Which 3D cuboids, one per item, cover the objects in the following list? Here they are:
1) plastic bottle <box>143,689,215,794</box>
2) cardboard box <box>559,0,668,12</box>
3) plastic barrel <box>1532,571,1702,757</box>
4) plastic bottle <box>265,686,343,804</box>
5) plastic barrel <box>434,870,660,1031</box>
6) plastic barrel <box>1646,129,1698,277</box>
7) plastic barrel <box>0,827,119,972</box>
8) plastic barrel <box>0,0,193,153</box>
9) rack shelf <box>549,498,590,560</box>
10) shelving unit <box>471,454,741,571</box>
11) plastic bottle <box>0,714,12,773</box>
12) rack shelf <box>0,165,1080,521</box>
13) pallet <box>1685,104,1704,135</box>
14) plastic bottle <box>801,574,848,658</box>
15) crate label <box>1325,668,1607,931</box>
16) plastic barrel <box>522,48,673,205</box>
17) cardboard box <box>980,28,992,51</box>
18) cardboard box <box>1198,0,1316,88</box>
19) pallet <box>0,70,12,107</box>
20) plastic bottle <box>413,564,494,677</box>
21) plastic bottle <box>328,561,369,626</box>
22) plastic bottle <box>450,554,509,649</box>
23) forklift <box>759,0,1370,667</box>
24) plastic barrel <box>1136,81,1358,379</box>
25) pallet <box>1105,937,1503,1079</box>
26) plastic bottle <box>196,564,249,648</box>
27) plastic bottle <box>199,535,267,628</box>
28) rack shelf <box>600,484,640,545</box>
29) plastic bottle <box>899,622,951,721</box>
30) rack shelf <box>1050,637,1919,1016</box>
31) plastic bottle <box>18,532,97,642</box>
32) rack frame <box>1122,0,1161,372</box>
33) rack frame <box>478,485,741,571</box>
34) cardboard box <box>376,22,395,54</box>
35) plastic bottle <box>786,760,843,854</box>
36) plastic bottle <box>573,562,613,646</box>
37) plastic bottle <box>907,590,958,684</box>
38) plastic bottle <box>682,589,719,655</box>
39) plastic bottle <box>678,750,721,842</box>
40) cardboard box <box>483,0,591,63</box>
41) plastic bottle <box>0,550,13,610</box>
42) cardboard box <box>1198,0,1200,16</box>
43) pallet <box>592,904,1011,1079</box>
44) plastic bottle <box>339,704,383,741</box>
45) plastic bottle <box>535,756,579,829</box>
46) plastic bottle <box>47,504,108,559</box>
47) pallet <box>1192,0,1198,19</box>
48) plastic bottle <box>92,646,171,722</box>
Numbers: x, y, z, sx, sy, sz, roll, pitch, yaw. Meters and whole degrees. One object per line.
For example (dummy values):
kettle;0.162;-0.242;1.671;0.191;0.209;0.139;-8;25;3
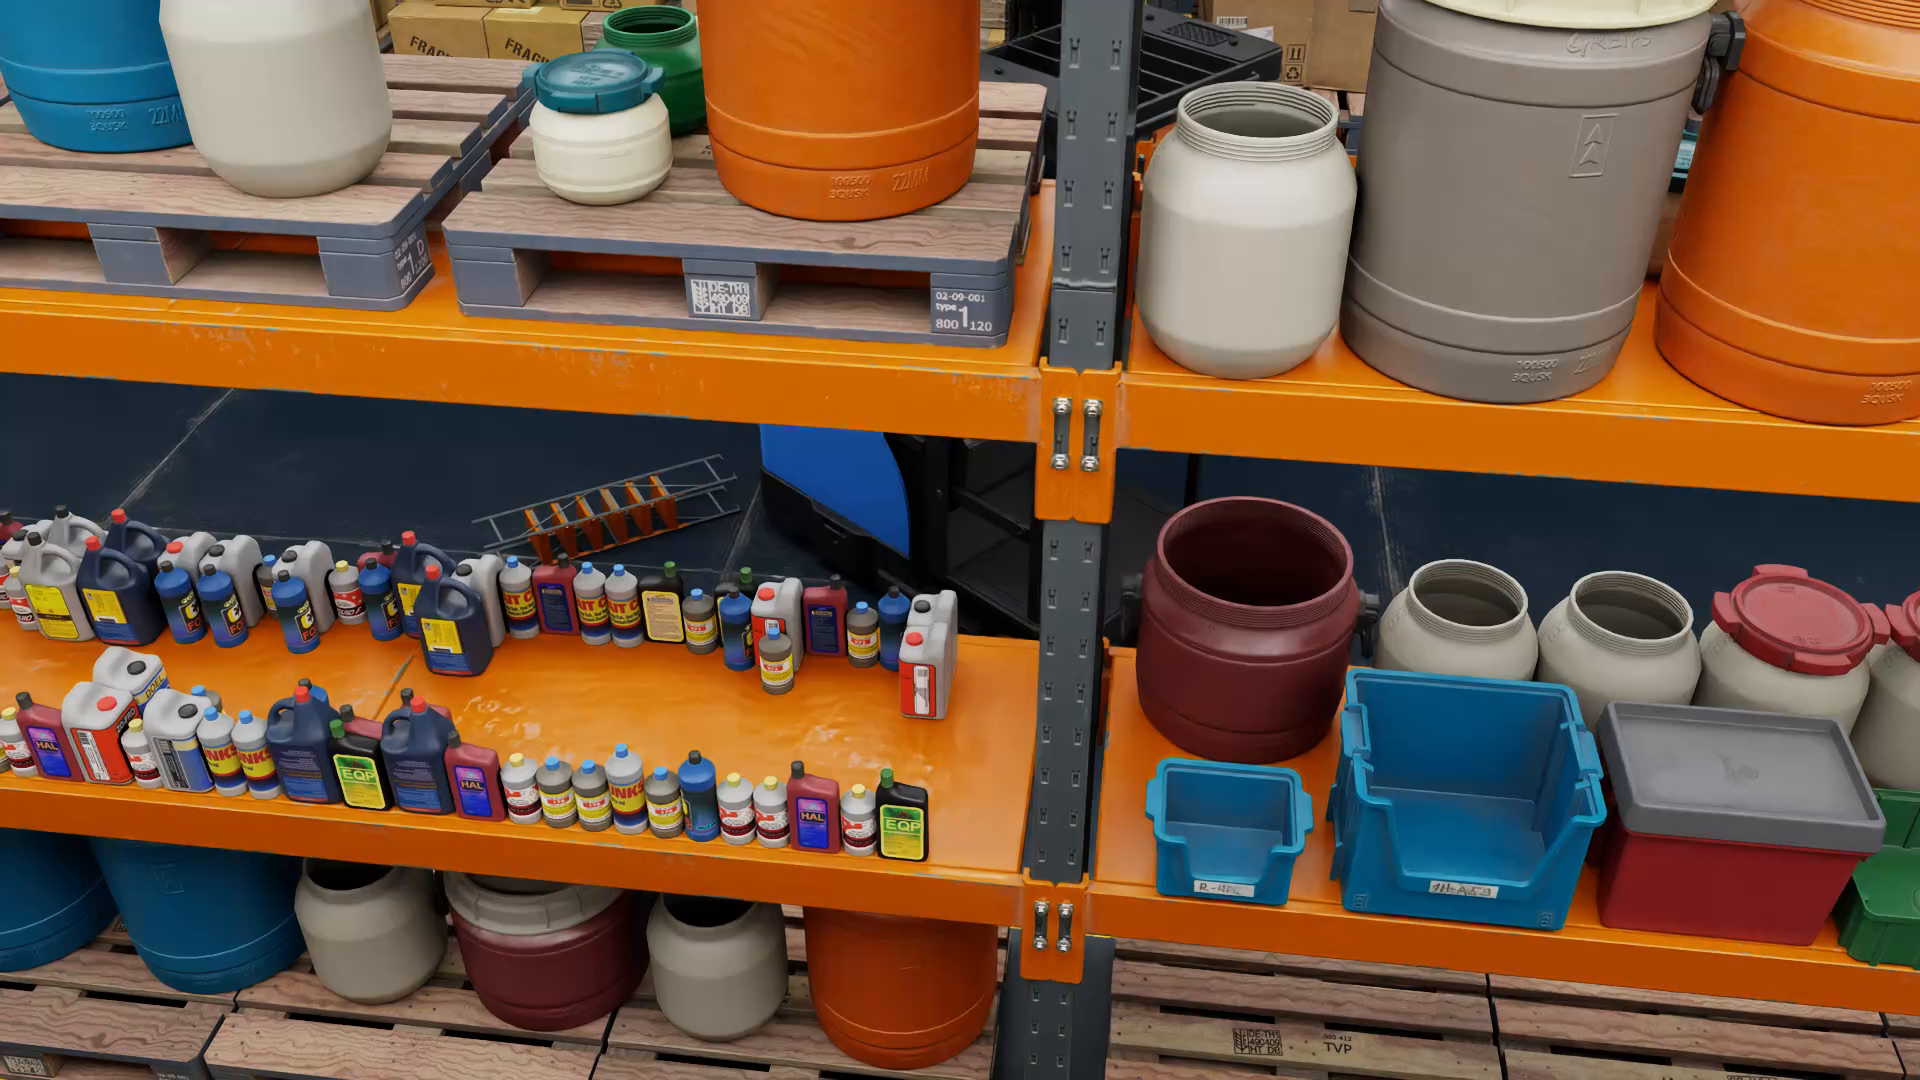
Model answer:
plastic bottle;-2.101;0.537;4.523;0.135;0.276;0.152;4;36;6
cardboard box;-1.716;-3.056;8.501;0.637;0.503;0.797;5;36;6
plastic barrel;1.772;0.381;4.537;0.421;0.512;0.421;0;36;0
plastic bottle;-1.750;0.535;4.461;0.185;0.351;0.144;4;36;6
plastic barrel;-1.301;1.143;5.280;0.708;0.588;0.600;4;36;6
plastic barrel;1.598;-0.762;3.773;0.301;0.262;0.301;0;36;0
plastic barrel;-3.123;0.880;5.380;0.708;0.901;0.600;4;36;6
plastic barrel;-1.948;-1.411;3.770;0.708;0.901;0.600;4;36;6
rack shelf;-1.805;-0.059;7.666;0.103;0.180;0.258;-17;39;-22
shelving unit;-1.632;-0.113;7.739;1.200;0.189;0.258;-17;39;-22
plastic bottle;-2.679;0.540;4.582;0.097;0.201;0.097;0;36;0
rack shelf;-1.677;-0.633;4.093;4.000;0.370;1.077;4;36;6
pallet;4.166;-2.178;8.384;1.213;0.211;1.003;4;36;6
plastic bottle;-0.401;0.221;4.958;0.133;0.283;0.061;4;36;6
crate label;1.258;0.658;4.216;0.616;0.435;0.502;4;36;6
plastic barrel;-0.775;-0.888;3.587;0.301;0.262;0.301;0;36;0
cardboard box;-0.077;-2.386;8.425;0.500;0.500;0.500;4;36;6
cardboard box;1.478;-2.606;8.372;0.500;0.500;0.500;0;36;0
pallet;-2.871;-0.996;4.143;1.003;0.211;1.213;4;36;6
plastic bottle;-1.500;0.225;4.895;0.185;0.351;0.144;4;36;6
plastic bottle;-1.884;0.155;5.122;0.097;0.201;0.097;0;36;0
plastic bottle;-1.457;0.172;5.033;0.135;0.276;0.152;4;36;6
forklift;0.464;-0.891;6.475;1.130;2.935;3.031;-30;45;-35
plastic barrel;0.576;-0.624;3.364;0.421;0.512;0.421;0;36;0
pallet;1.070;1.657;5.246;1.213;0.211;1.003;4;36;6
plastic bottle;-2.230;0.190;5.013;0.097;0.271;0.097;0;36;0
plastic bottle;-2.232;0.114;5.114;0.135;0.276;0.152;4;36;6
rack shelf;-1.592;-0.125;7.756;0.103;0.180;0.258;-17;39;-22
plastic bottle;-0.100;0.363;4.767;0.135;0.276;0.152;4;36;6
rack shelf;2.291;0.883;4.549;4.000;0.370;1.077;4;36;6
plastic bottle;-2.725;0.129;5.029;0.185;0.351;0.144;4;36;6
rack frame;0.938;-2.411;8.546;0.127;3.000;1.000;4;36;6
rack frame;-1.631;-0.038;7.792;1.200;0.006;0.240;-17;39;-22
cardboard box;-3.281;-2.818;9.333;0.250;0.149;0.380;4;36;6
plastic bottle;-0.378;0.689;4.303;0.133;0.283;0.061;4;36;6
plastic bottle;-1.109;0.184;5.021;0.097;0.271;0.097;0;36;0
plastic bottle;-0.081;0.275;4.890;0.135;0.276;0.152;4;36;6
plastic bottle;-0.784;0.237;5.007;0.097;0.201;0.097;0;36;0
plastic bottle;-0.683;0.660;4.353;0.097;0.271;0.097;0;36;0
cardboard box;-2.106;-2.533;8.631;0.500;0.500;0.500;4;36;6
plastic bottle;-2.985;0.108;5.187;0.097;0.201;0.097;0;36;0
cardboard box;2.262;-4.420;12.936;0.750;0.750;1.050;4;36;5
pallet;-0.480;1.543;5.406;1.213;0.211;1.003;4;36;6
plastic bottle;-1.590;0.563;4.480;0.133;0.283;0.061;4;36;6
plastic bottle;-1.069;0.660;4.414;0.097;0.201;0.097;0;36;0
plastic bottle;-2.707;0.046;5.146;0.185;0.351;0.144;4;36;6
pallet;2.442;-4.025;13.208;1.213;0.211;1.003;4;36;6
plastic bottle;-2.312;0.432;4.670;0.135;0.276;0.152;4;36;6
